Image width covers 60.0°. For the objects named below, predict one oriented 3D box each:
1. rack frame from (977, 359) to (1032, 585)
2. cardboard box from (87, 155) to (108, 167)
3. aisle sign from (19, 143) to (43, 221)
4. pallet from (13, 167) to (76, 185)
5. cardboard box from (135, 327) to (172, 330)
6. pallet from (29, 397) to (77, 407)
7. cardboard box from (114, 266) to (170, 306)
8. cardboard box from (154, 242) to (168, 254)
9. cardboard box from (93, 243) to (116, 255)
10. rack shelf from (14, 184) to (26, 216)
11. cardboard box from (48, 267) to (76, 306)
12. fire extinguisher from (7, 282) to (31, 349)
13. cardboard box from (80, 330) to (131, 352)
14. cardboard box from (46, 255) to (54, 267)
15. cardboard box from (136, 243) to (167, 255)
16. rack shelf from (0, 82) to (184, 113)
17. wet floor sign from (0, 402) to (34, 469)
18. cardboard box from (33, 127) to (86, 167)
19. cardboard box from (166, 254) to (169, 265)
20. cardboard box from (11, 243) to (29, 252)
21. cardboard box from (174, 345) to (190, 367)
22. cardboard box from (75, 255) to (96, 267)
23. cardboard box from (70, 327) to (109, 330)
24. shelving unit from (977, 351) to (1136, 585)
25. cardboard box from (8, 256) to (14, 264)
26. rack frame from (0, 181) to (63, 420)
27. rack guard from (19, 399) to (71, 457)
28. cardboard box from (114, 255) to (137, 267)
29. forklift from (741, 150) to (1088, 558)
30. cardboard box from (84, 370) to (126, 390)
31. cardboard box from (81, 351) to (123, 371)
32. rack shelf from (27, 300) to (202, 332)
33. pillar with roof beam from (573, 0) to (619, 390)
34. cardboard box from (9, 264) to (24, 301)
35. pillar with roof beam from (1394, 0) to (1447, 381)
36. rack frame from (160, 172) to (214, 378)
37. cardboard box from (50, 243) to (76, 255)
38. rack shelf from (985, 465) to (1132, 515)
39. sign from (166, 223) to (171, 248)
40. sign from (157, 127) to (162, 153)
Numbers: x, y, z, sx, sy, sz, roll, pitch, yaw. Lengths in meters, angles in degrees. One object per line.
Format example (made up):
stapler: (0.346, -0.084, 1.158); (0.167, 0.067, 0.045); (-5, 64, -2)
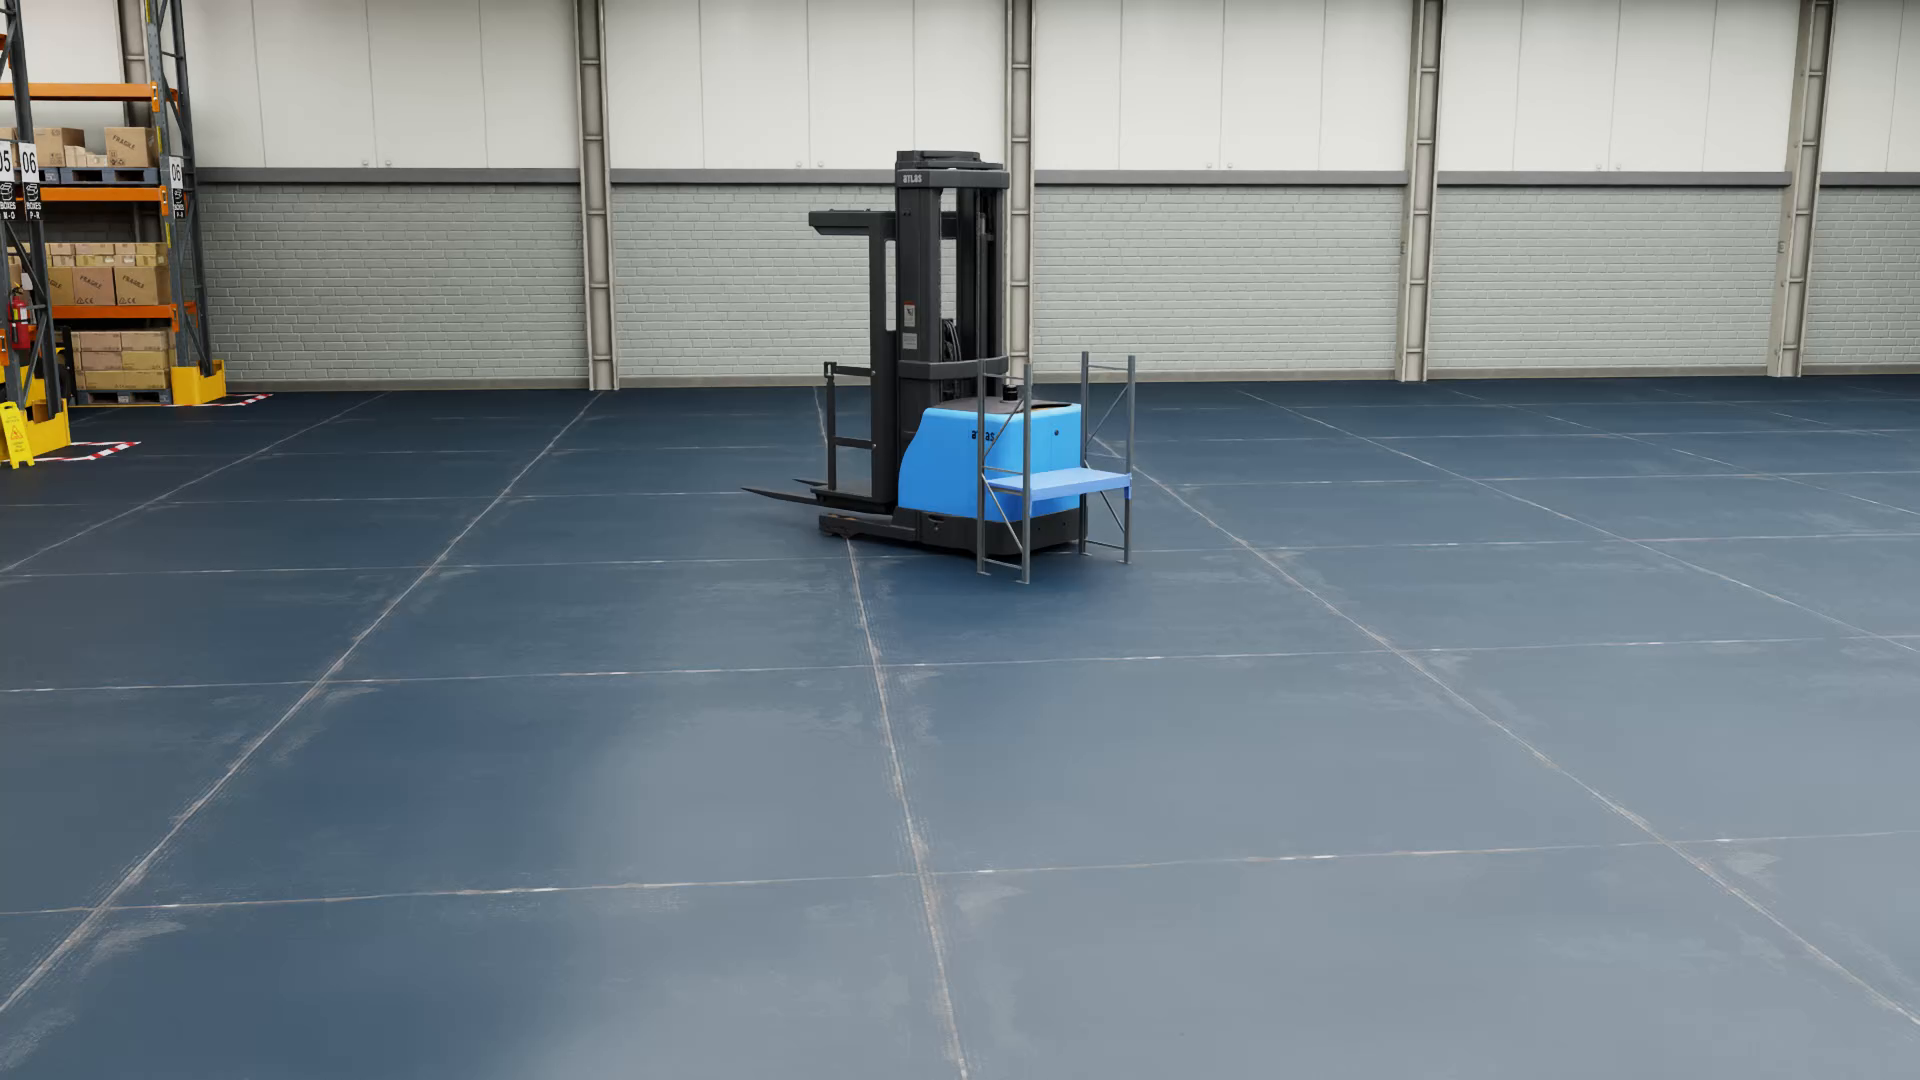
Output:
rack frame: (0.298, -0.469, 11.364); (0.032, 1.500, 0.500); (-10, 15, -41)
cardboard box: (-11.078, -4.888, 21.482); (0.250, 0.149, 0.380); (-2, 11, -8)
aisle sign: (-9.719, -3.744, 17.398); (0.004, 0.787, 0.394); (-1, 11, -6)
pallet: (-12.208, -4.752, 21.719); (1.213, 0.211, 1.003); (-1, 11, -6)
cardboard box: (-10.785, -2.734, 22.444); (0.500, 0.250, 0.500); (-1, 11, -7)
pallet: (-12.253, -1.943, 22.203); (1.213, 0.211, 1.003); (-1, 11, -6)
cardboard box: (-10.748, -3.348, 21.864); (0.500, 0.500, 0.500); (-1, 11, -7)
cardboard box: (-10.644, -3.907, 22.254); (0.250, 0.149, 0.380); (-1, 11, -7)
cardboard box: (-11.120, -3.803, 21.727); (0.250, 0.149, 0.380); (-1, 11, -5)
rack shelf: (-11.736, -3.485, 16.908); (4.000, 0.370, 1.077); (-1, 11, -6)
cardboard box: (-11.774, -3.328, 21.763); (0.500, 0.500, 0.500); (-1, 11, -7)
fire extinguisher: (-9.584, -2.284, 16.910); (0.183, 0.674, 0.296); (-1, 11, -6)
cardboard box: (-11.218, -2.626, 21.897); (0.500, 0.250, 0.500); (-1, 11, -5)
cardboard box: (-11.874, -3.635, 21.640); (0.250, 0.149, 0.380); (-1, 11, -6)
cardboard box: (-10.620, -3.825, 21.837); (0.250, 0.149, 0.380); (-1, 11, -6)
rack shelf: (-12.275, -5.713, 21.499); (4.000, 0.370, 1.077); (-1, 11, -6)
wet floor sign: (-9.443, -1.051, 16.544); (0.232, 0.644, 0.267); (3, 11, 14)
cardboard box: (-11.730, -5.078, 21.537); (0.500, 0.500, 0.700); (-1, 11, -6)
cardboard box: (-10.652, -3.770, 22.327); (0.250, 0.149, 0.380); (-1, 11, -8)
cardboard box: (-12.145, -3.792, 21.669); (0.250, 0.149, 0.380); (-1, 11, -5)
cardboard box: (-10.777, -2.492, 22.511); (0.500, 0.250, 0.500); (-1, 11, -5)
cardboard box: (-11.365, -3.658, 21.760); (0.250, 0.149, 0.380); (-1, 11, -6)
cardboard box: (-11.780, -2.714, 22.345); (0.500, 0.250, 0.500); (-1, 11, -6)
shelving unit: (0.678, -0.534, 11.695); (1.048, 1.500, 0.538); (-10, 15, -41)
cardboard box: (-12.379, -3.628, 21.607); (0.250, 0.149, 0.380); (-1, 11, -7)
rack frame: (-9.747, -2.408, 17.340); (0.127, 3.000, 1.000); (-1, 11, -6)
rack guard: (-9.823, -1.180, 17.573); (0.348, 0.500, 1.175); (-1, 11, -6)
cardboard box: (-10.852, -3.655, 21.743); (0.250, 0.149, 0.380); (-1, 11, -5)
forklift: (-0.475, -1.517, 12.985); (3.031, 2.935, 1.130); (9, 15, 40)
cardboard box: (-11.216, -2.138, 22.005); (0.500, 0.250, 0.500); (-1, 11, -6)
cardboard box: (-11.237, -2.383, 21.959); (0.500, 0.250, 0.500); (-1, 11, -7)
rack shelf: (-12.275, -2.965, 22.039); (4.000, 0.370, 1.077); (-1, 11, -6)
pillar with roof beam: (-4.647, -5.761, 18.845); (0.400, 9.000, 9.100); (-1, 11, -6)
cardboard box: (-10.248, -2.646, 17.522); (0.500, 0.500, 0.500); (-1, 11, -7)
pillar with roof beam: (7.283, -6.011, 20.116); (0.400, 9.000, 9.100); (-1, 11, -6)
rack frame: (-10.287, -3.360, 22.182); (0.127, 3.000, 1.000); (-1, 11, -6)
cardboard box: (-11.622, -3.786, 21.637); (0.250, 0.149, 0.380); (-1, 11, -5)
rack shelf: (0.678, -0.358, 11.730); (1.000, 0.185, 0.538); (-10, 15, -41)
sign: (-10.242, -3.940, 21.516); (0.005, 0.325, 0.100); (-1, 11, -6)
sign: (-10.242, -5.123, 21.284); (0.005, 0.325, 0.100); (-1, 11, -6)
